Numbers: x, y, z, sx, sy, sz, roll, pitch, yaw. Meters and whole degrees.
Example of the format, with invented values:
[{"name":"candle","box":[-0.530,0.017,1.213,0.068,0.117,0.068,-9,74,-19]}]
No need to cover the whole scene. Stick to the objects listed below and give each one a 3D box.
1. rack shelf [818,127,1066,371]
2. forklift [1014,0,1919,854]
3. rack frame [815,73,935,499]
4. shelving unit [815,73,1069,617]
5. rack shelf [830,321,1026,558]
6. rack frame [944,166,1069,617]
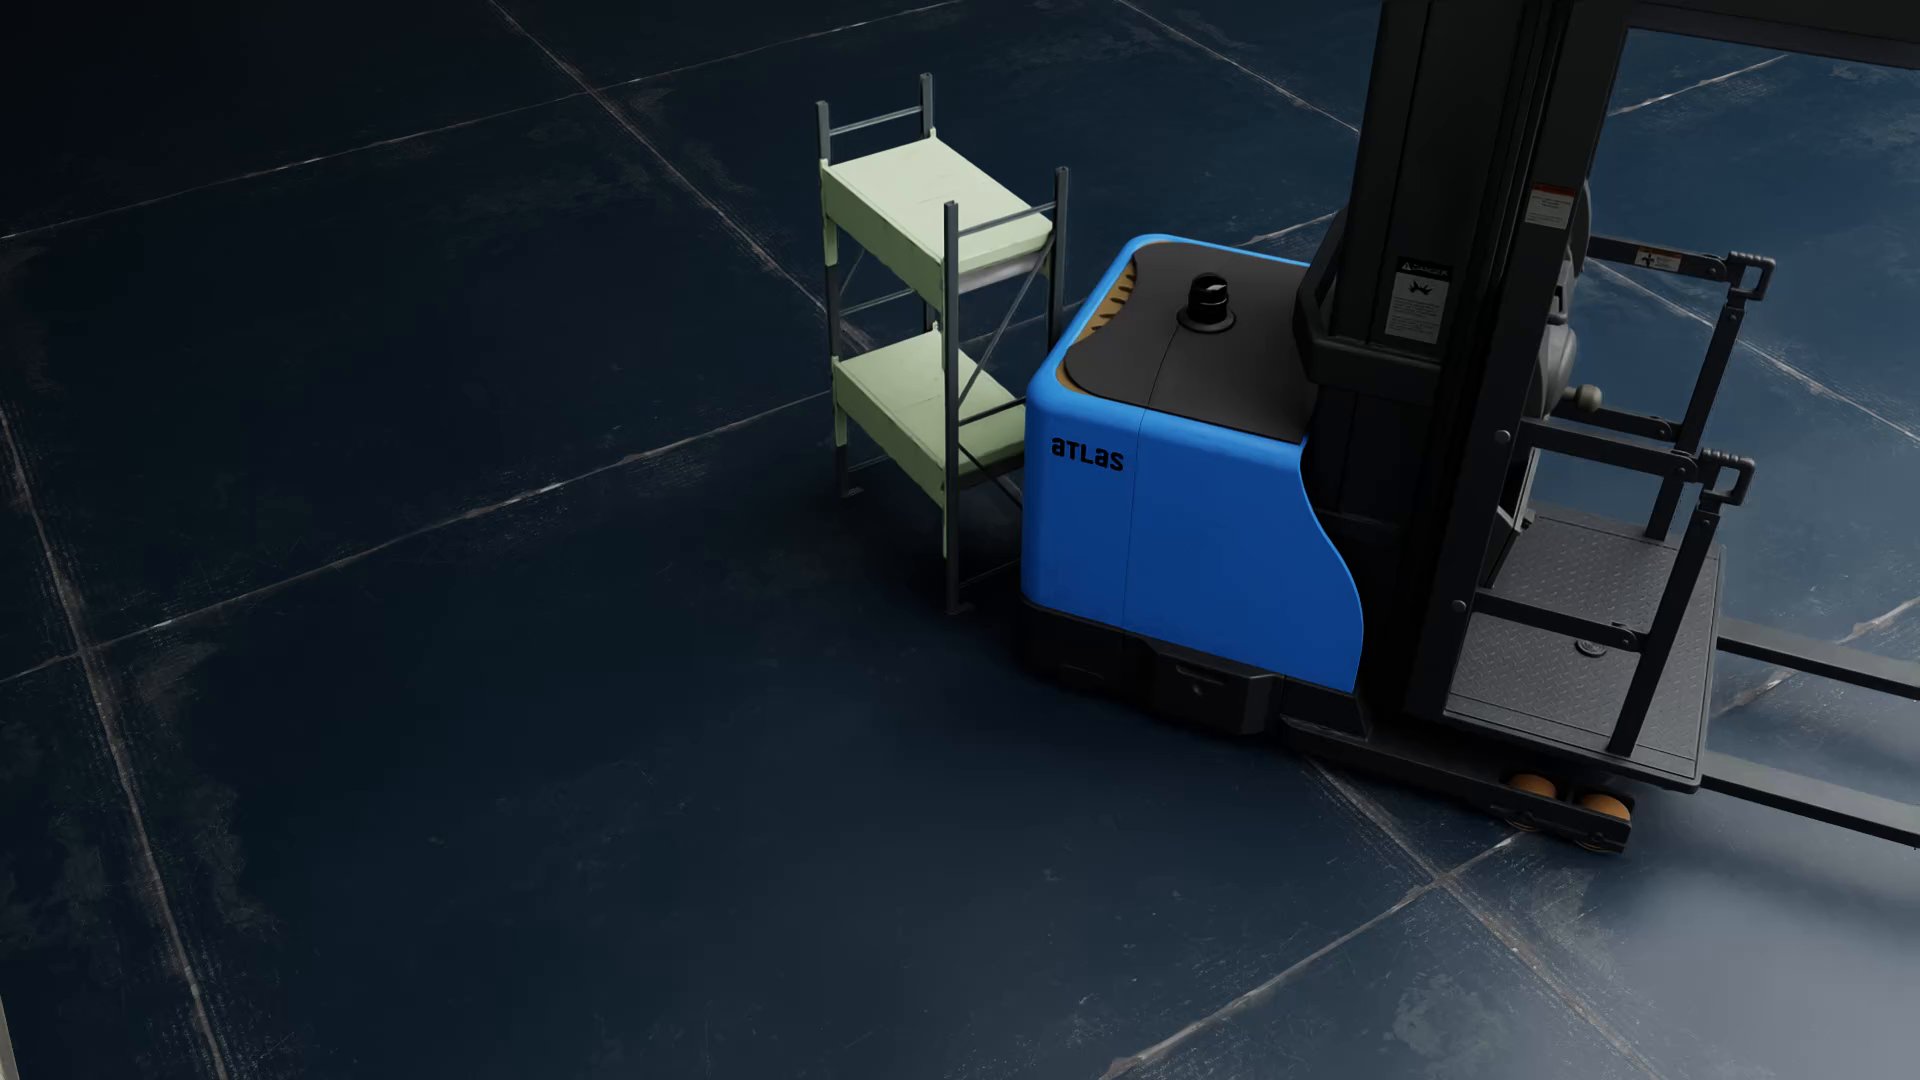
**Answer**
[{"name":"rack shelf","box":[-0.065,-0.897,5.045,0.431,0.370,0.720,-22,45,-24]},{"name":"forklift","box":[1.735,-0.635,4.222,3.031,2.935,1.130,15,42,18]},{"name":"rack frame","box":[-0.261,-0.795,5.533,0.400,1.500,0.023,-22,45,-24]},{"name":"shelving unit","box":[-0.065,-0.597,5.295,0.431,1.500,0.755,-22,45,-24]},{"name":"rack shelf","box":[-0.065,-0.347,5.504,0.431,0.370,0.720,-22,45,-24]},{"name":"rack frame","box":[0.130,-0.399,5.058,0.400,1.500,0.023,-22,45,-24]}]
